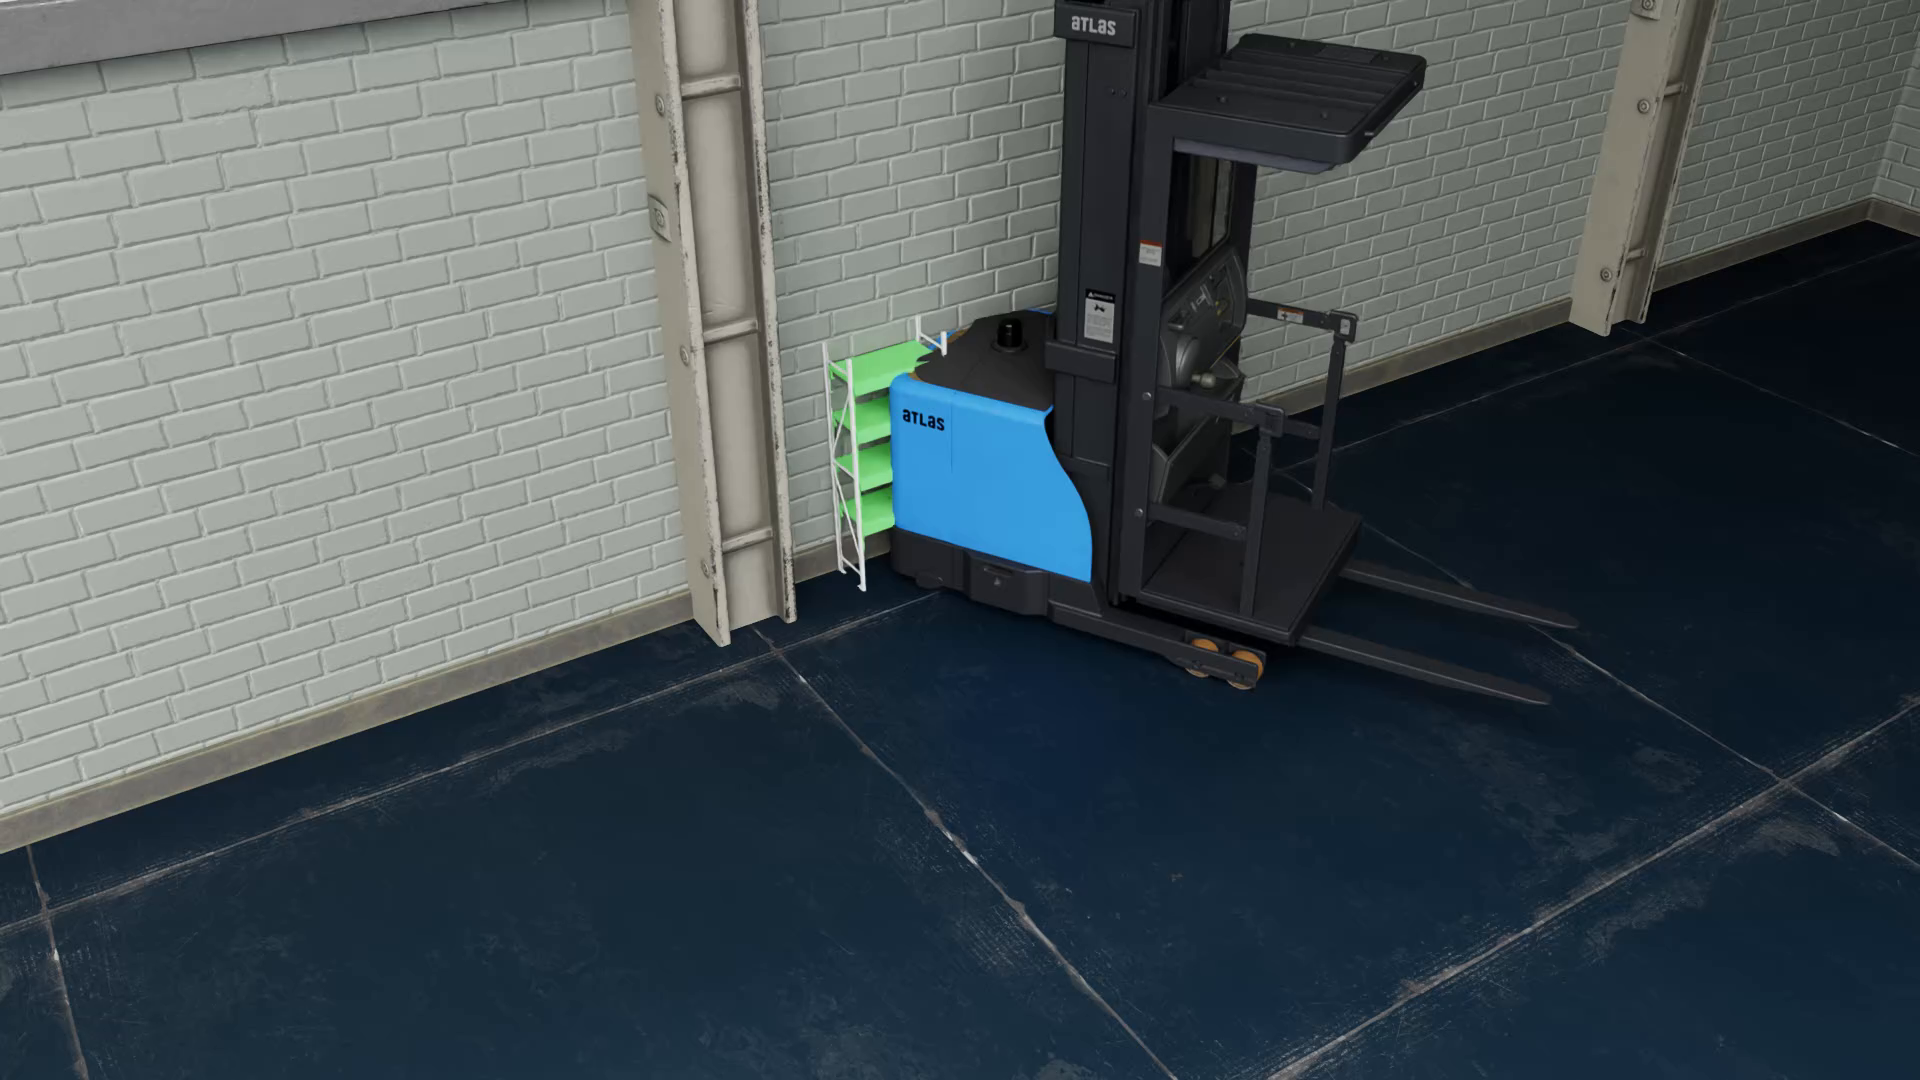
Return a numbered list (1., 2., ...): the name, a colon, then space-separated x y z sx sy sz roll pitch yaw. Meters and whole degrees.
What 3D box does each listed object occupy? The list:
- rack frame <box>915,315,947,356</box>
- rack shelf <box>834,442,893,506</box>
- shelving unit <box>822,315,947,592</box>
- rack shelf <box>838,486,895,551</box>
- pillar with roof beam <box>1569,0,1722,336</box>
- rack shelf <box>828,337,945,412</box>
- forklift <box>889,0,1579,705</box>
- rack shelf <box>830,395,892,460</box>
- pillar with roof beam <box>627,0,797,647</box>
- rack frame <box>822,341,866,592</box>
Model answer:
1. rack frame: -0.119 -0.467 7.843 0.015 1.200 0.240 -20 36 -27
2. rack shelf: -0.323 -0.339 7.765 0.480 0.148 0.258 -20 36 -27
3. shelving unit: -0.324 -0.394 7.732 0.503 1.200 0.258 -20 36 -27
4. rack shelf: -0.317 -0.134 7.889 0.480 0.148 0.258 -20 36 -27
5. pillar with roof beam: 6.378 -3.254 4.973 0.400 9.000 9.100 -19 37 -27
6. rack shelf: -0.334 -0.750 7.517 0.480 0.148 0.258 -20 36 -27
7. forklift: 1.214 -0.916 6.955 3.031 2.935 1.130 16 35 23
8. rack shelf: -0.328 -0.545 7.641 0.480 0.148 0.258 -20 36 -27
9. pillar with roof beam: 1.335 -1.519 2.224 0.400 9.000 9.100 -19 37 -27
10. rack frame: -0.529 -0.321 7.621 0.015 1.200 0.240 -20 36 -27
